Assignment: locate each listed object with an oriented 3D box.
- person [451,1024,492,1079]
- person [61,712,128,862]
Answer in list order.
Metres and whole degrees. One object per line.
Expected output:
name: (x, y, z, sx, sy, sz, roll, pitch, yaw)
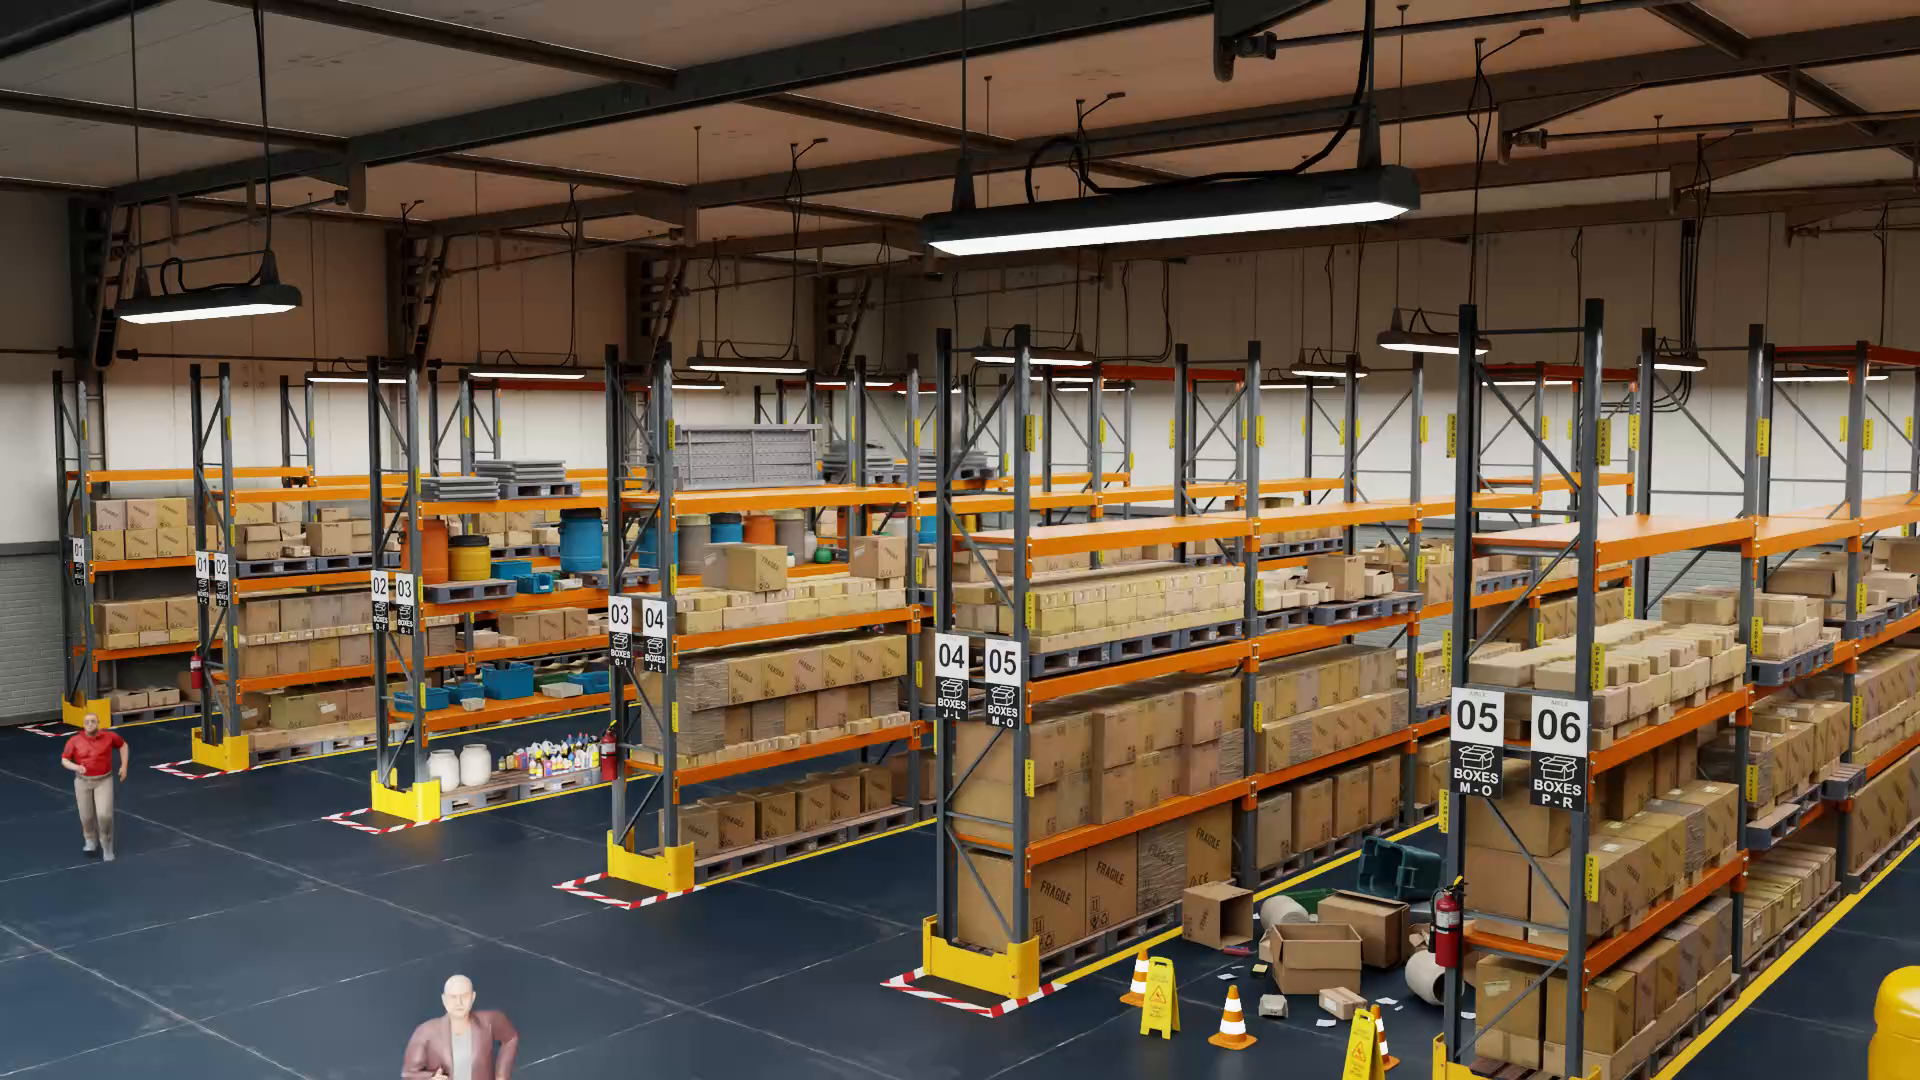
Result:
person: (-3.026, 3.663, 10.084, 0.601, 1.577, 0.822, -1, 4, -14)
person: (-10.176, 2.922, 19.531, 0.649, 1.816, 0.754, -2, 4, -23)
